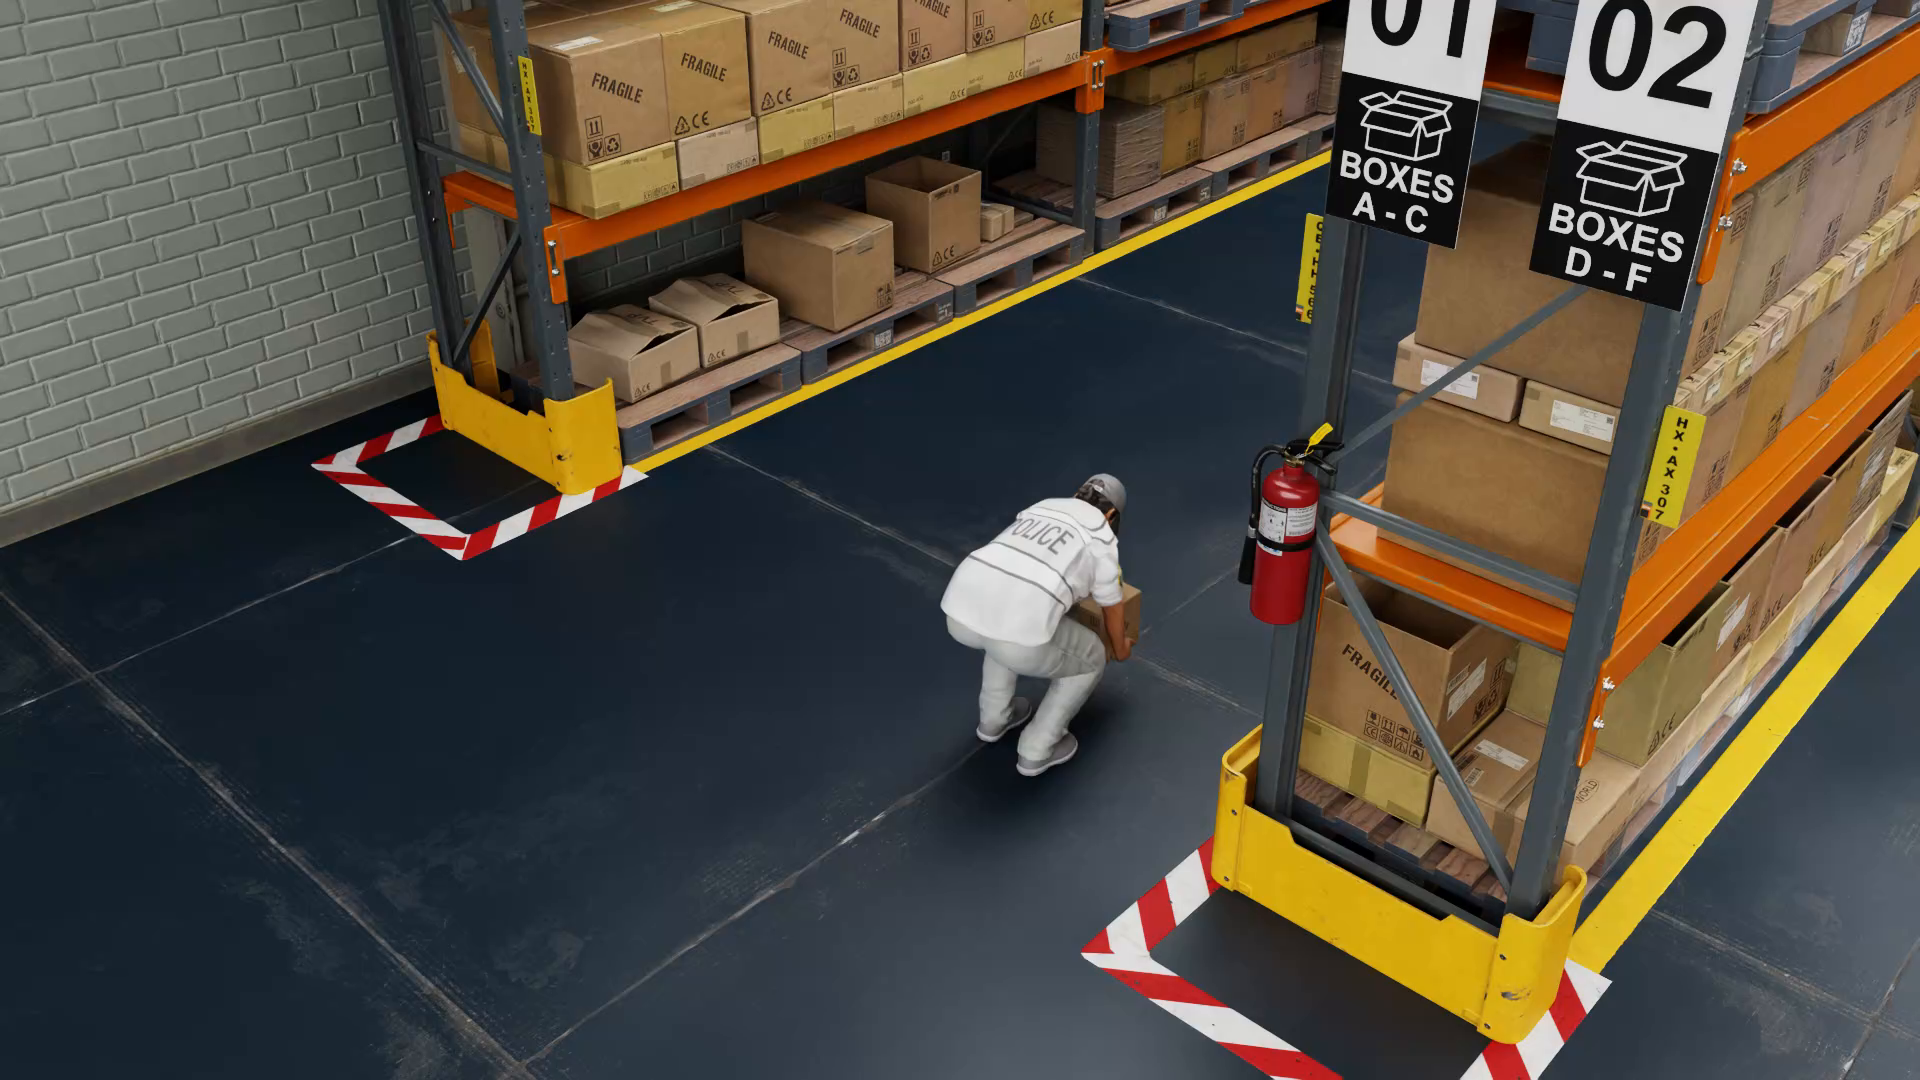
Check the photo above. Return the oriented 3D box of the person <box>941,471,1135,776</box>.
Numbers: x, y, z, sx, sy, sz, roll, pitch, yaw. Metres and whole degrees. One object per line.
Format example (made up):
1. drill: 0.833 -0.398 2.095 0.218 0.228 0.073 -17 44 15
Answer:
1. person: 0.326 0.314 6.283 0.459 0.975 0.936 23 38 33
